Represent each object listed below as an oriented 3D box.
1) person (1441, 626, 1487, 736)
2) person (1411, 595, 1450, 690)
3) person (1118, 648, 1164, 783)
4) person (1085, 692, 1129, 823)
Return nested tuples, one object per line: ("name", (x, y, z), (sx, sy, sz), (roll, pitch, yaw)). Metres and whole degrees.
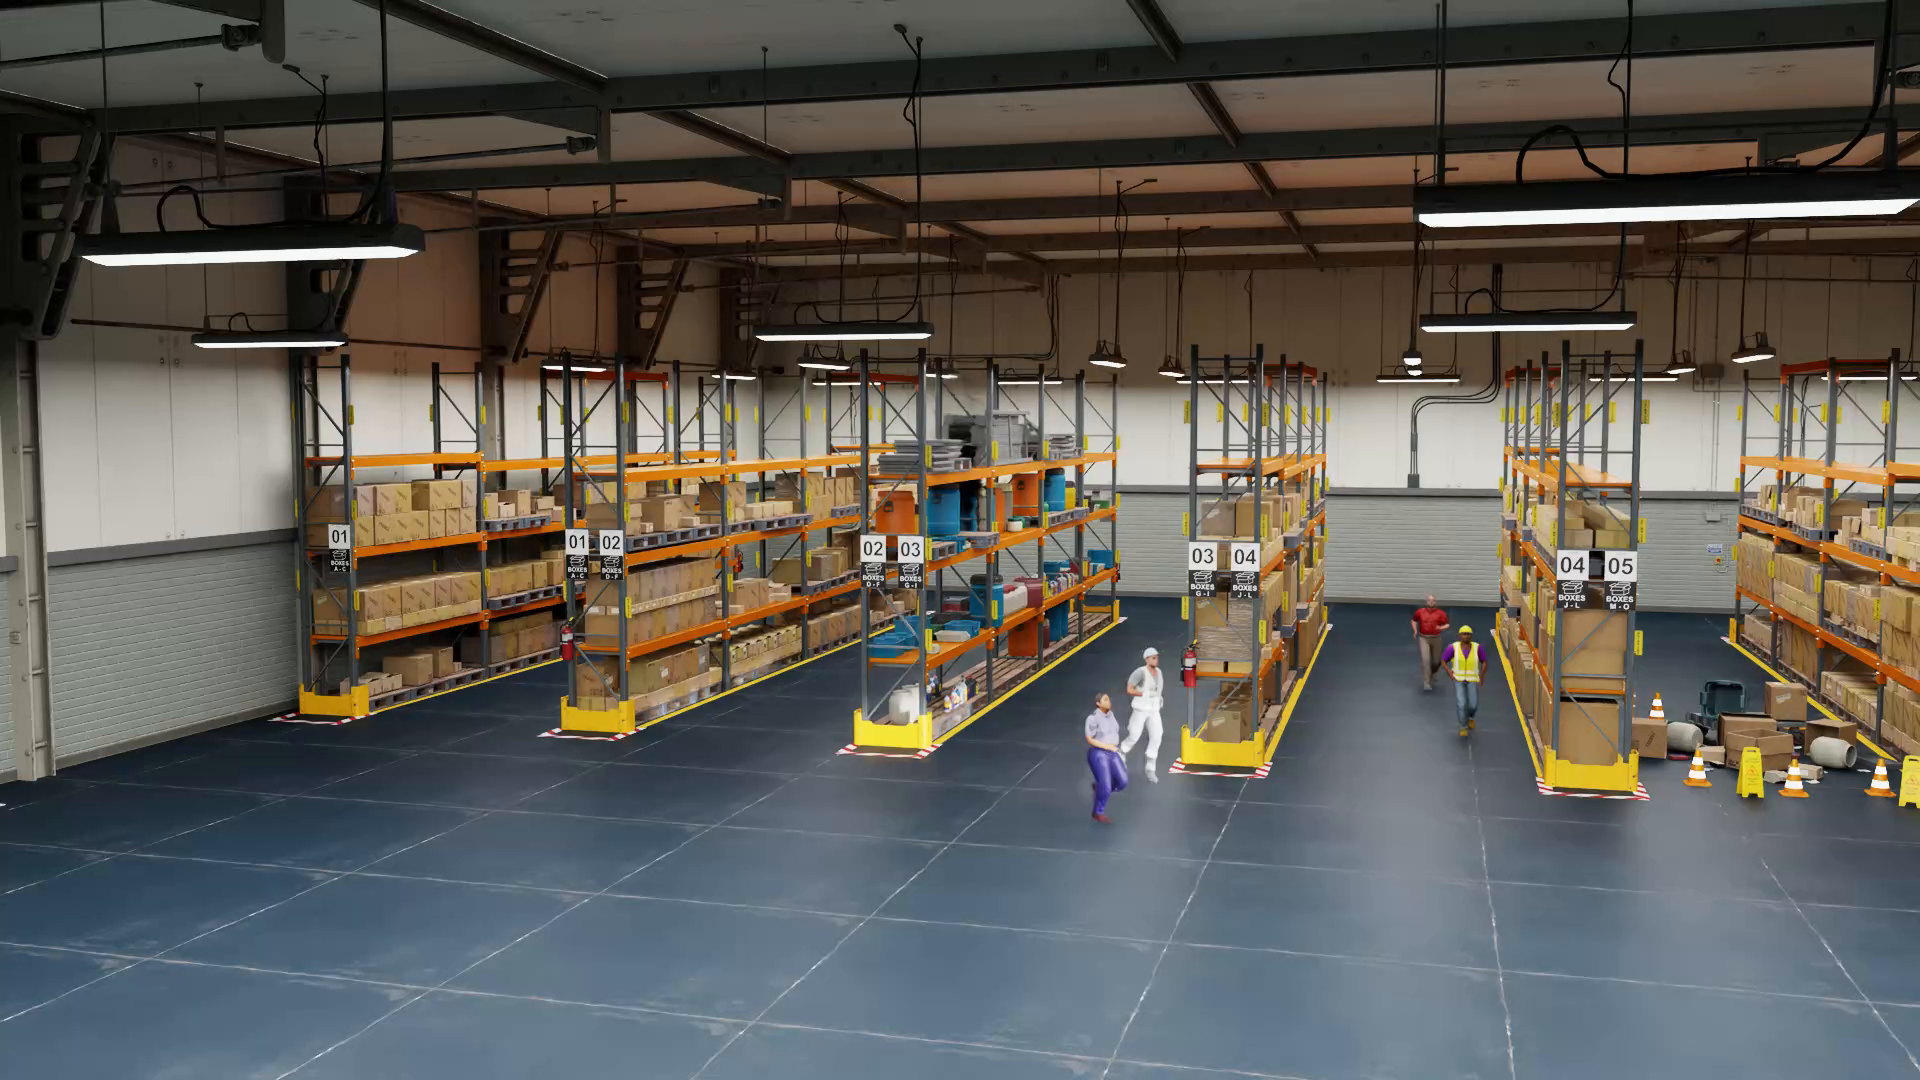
("person", (7.870, 2.192, 25.970), (0.706, 1.726, 0.575), (1, 4, 13))
("person", (8.613, 1.857, 30.463), (0.673, 1.697, 0.944), (1, 4, 12))
("person", (2.568, 2.382, 22.993), (0.671, 1.806, 0.874), (-2, 5, -29))
("person", (1.795, 2.676, 20.554), (0.574, 1.599, 0.629), (4, 6, 42))
